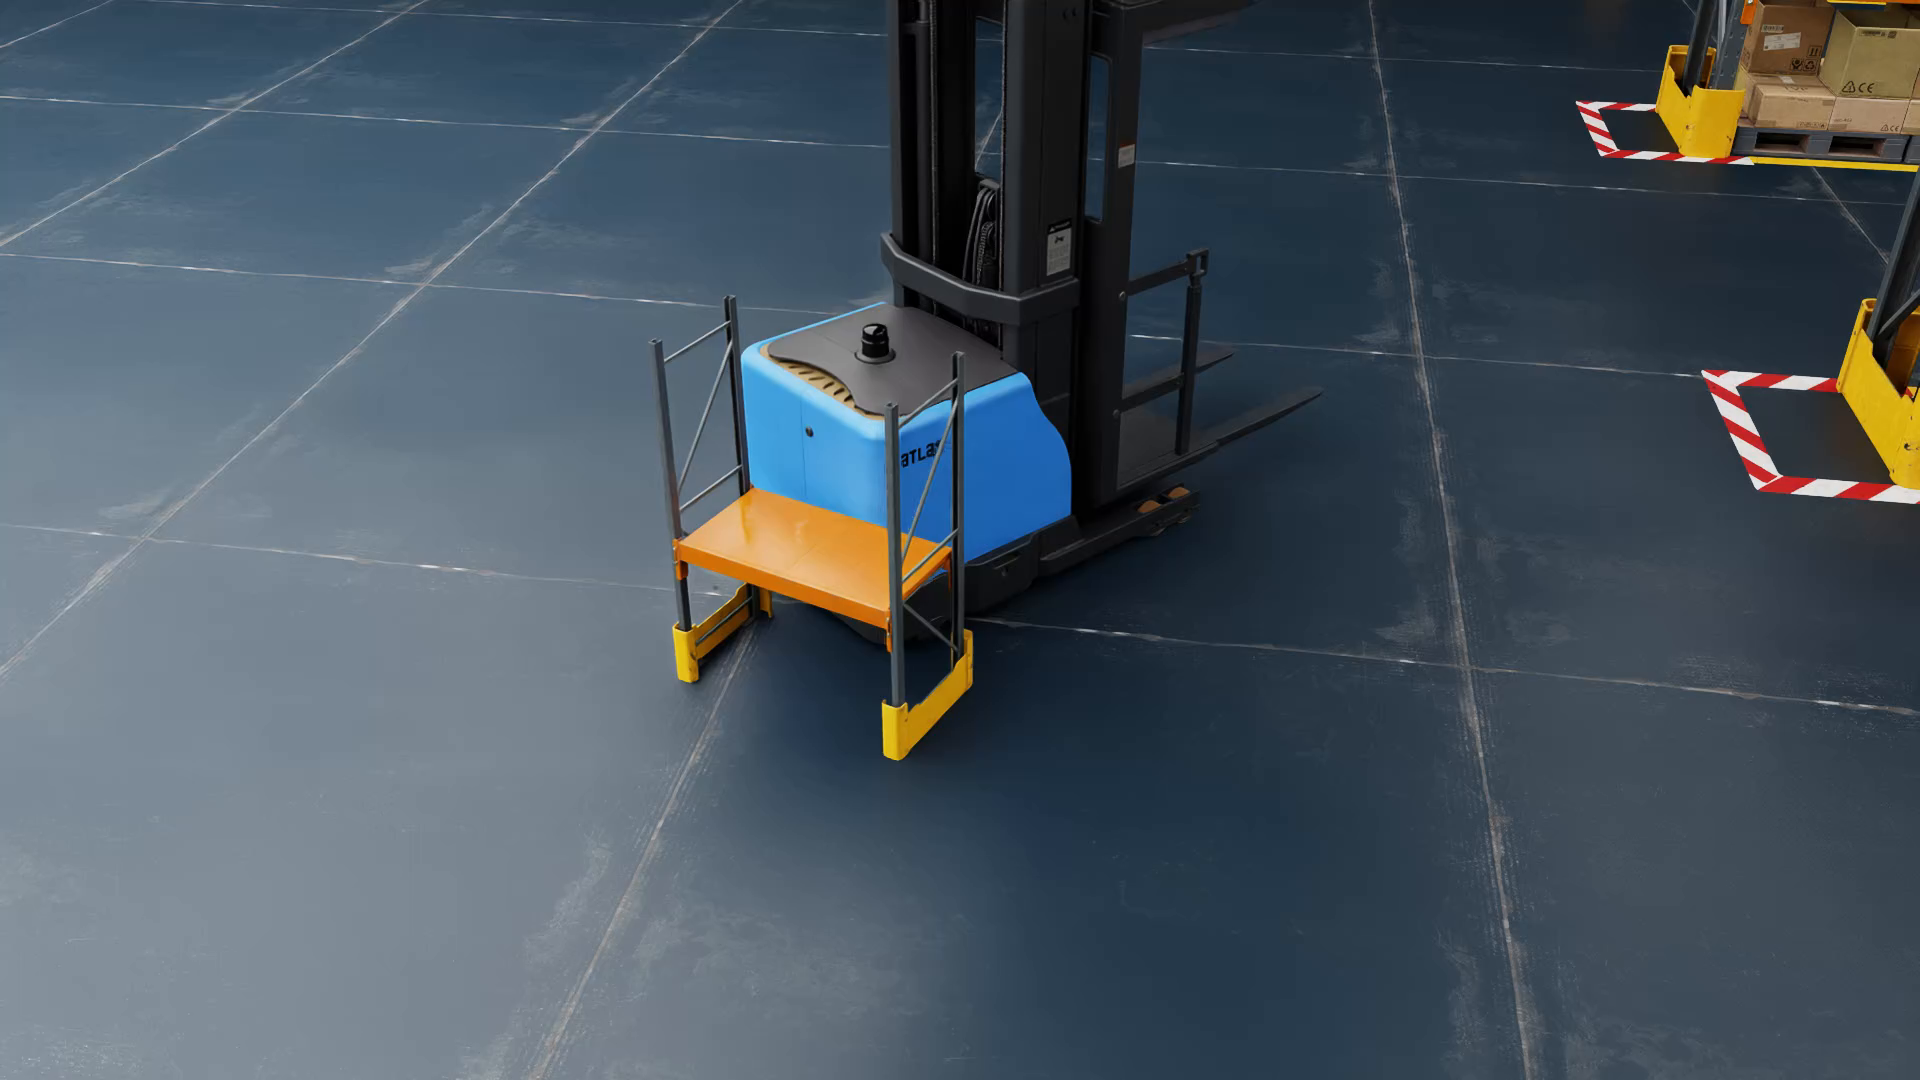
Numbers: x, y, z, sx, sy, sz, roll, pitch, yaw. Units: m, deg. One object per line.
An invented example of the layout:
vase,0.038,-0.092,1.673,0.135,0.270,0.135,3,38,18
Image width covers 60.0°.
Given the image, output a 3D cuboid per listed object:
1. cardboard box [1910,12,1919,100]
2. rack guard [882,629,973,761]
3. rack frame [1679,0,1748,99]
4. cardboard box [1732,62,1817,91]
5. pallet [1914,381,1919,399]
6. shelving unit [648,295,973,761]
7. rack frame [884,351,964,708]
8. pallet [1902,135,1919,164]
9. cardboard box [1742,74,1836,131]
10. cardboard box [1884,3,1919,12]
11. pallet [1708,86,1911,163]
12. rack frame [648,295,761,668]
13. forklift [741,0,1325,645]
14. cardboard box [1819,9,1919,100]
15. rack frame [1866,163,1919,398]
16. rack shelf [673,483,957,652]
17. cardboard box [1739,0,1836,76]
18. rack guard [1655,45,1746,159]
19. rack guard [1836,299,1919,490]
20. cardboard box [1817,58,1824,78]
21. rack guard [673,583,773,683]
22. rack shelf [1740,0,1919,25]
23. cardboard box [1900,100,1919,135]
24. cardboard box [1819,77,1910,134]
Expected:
cardboard box,7.100,-3.474,11.963,0.500,0.500,0.500,5,32,8
rack guard,-0.122,0.601,6.554,0.087,0.250,0.587,17,36,25
rack frame,5.621,-4.390,11.936,0.127,3.000,1.000,5,32,8
cardboard box,6.199,-3.509,12.725,0.500,0.250,0.500,5,32,8
pallet,5.666,-0.560,8.446,1.213,0.211,1.003,5,32,8
shelving unit,-0.555,-0.060,6.432,1.083,1.500,0.587,17,36,25
rack frame,-0.121,0.072,6.222,0.032,1.500,0.500,17,36,25
pallet,7.581,-3.051,12.426,1.213,0.211,1.003,5,32,8
cardboard box,6.112,-3.238,12.292,0.500,0.250,0.500,5,32,8
cardboard box,7.188,-3.746,12.397,0.500,0.500,0.500,5,32,8
pallet,6.382,-3.161,12.602,1.213,0.211,1.003,5,32,8
rack frame,-1.004,-0.196,6.650,0.032,1.500,0.500,17,36,25
forklift,0.508,-1.451,7.305,3.031,2.935,1.130,-24,39,-33
cardboard box,6.605,-3.512,12.023,0.500,0.500,0.500,5,32,8
rack frame,4.784,-1.799,7.798,0.127,3.000,1.000,5,32,8
rack shelf,-0.562,0.090,6.532,1.000,0.185,0.538,17,36,25
cardboard box,6.199,-3.828,12.527,0.500,0.500,0.500,5,32,8
rack guard,5.597,-3.332,12.603,0.348,0.500,1.175,5,32,8
rack guard,4.866,-0.758,8.489,0.348,0.500,1.175,5,32,8
cardboard box,6.694,-3.471,12.663,0.500,0.250,0.500,5,32,8
rack guard,-0.987,0.339,6.974,0.087,0.250,0.587,17,36,25
rack shelf,7.592,-3.906,11.842,4.000,0.370,1.077,5,32,8
cardboard box,7.098,-3.150,12.152,0.500,0.250,0.500,5,32,8
cardboard box,6.605,-3.195,12.224,0.500,0.250,0.500,5,32,8
